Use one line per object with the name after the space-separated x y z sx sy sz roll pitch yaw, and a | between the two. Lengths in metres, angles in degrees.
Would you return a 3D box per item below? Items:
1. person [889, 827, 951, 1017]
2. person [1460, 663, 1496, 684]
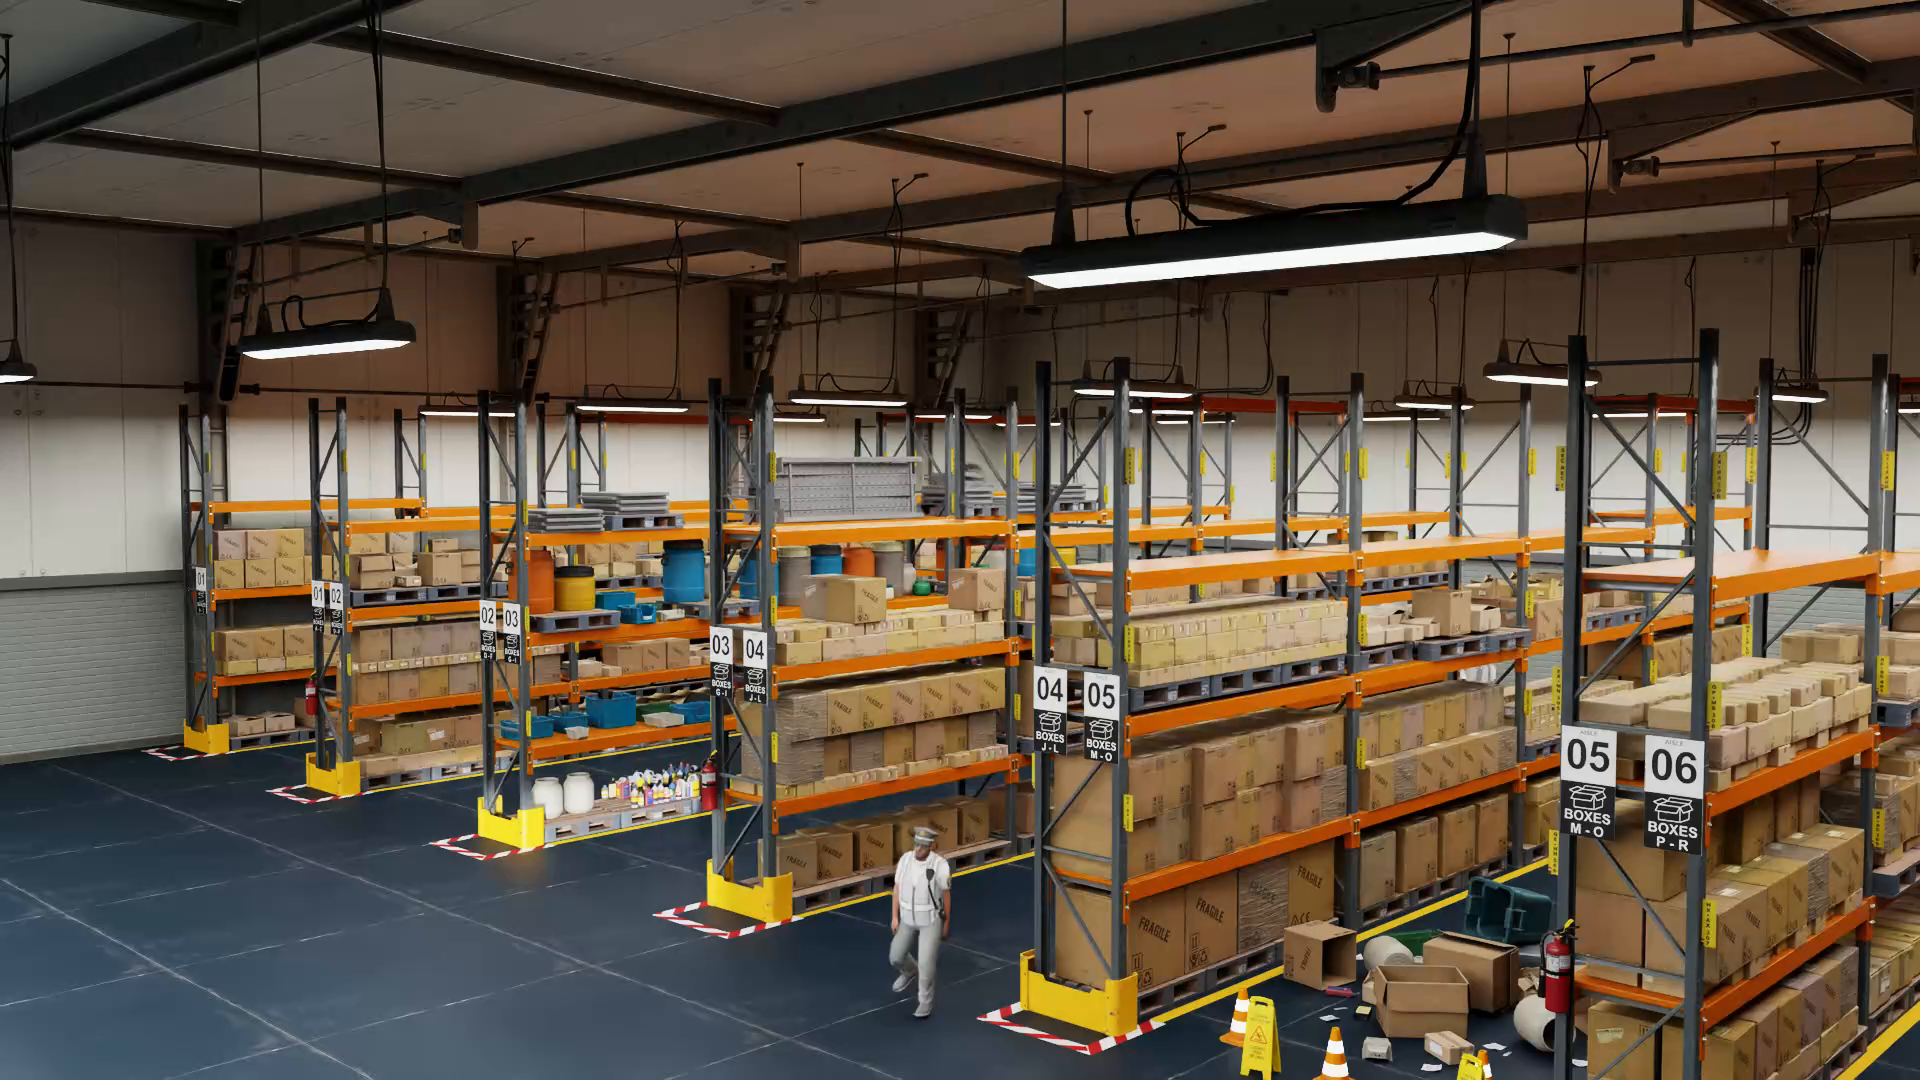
-0.380 3.471 15.414 0.698 1.724 0.645 1 3 22 | person
9.605 2.678 31.120 0.820 1.742 0.732 0 3 1 | person
